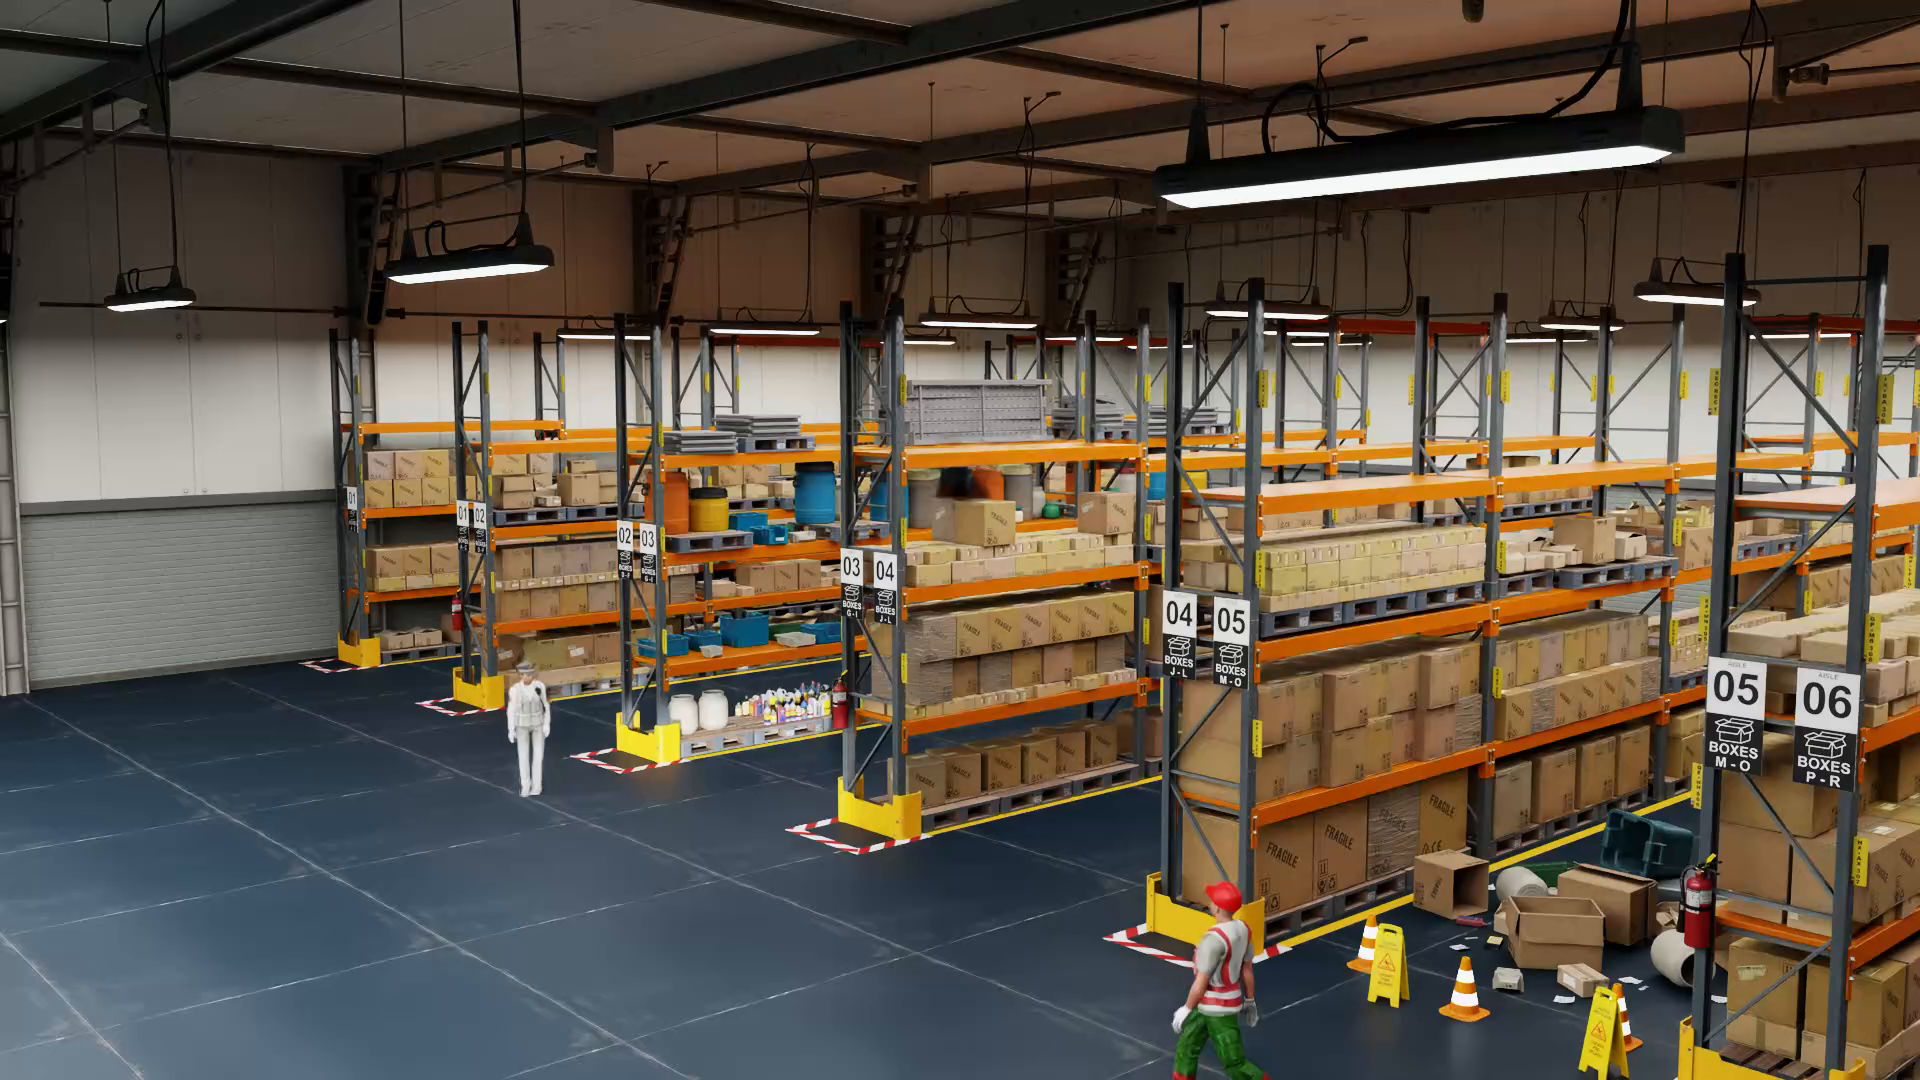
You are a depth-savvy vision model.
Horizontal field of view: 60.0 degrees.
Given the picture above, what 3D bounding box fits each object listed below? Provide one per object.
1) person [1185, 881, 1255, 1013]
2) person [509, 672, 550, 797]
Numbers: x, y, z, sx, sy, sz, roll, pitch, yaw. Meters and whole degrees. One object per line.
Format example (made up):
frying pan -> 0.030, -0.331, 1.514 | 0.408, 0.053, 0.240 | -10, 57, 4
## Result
person -> 1.764, 3.182, 11.346 | 1.073, 1.751, 0.468 | 0, 6, 2
person -> -5.320, 2.325, 20.512 | 0.501, 1.665, 0.358 | -2, 6, -22
